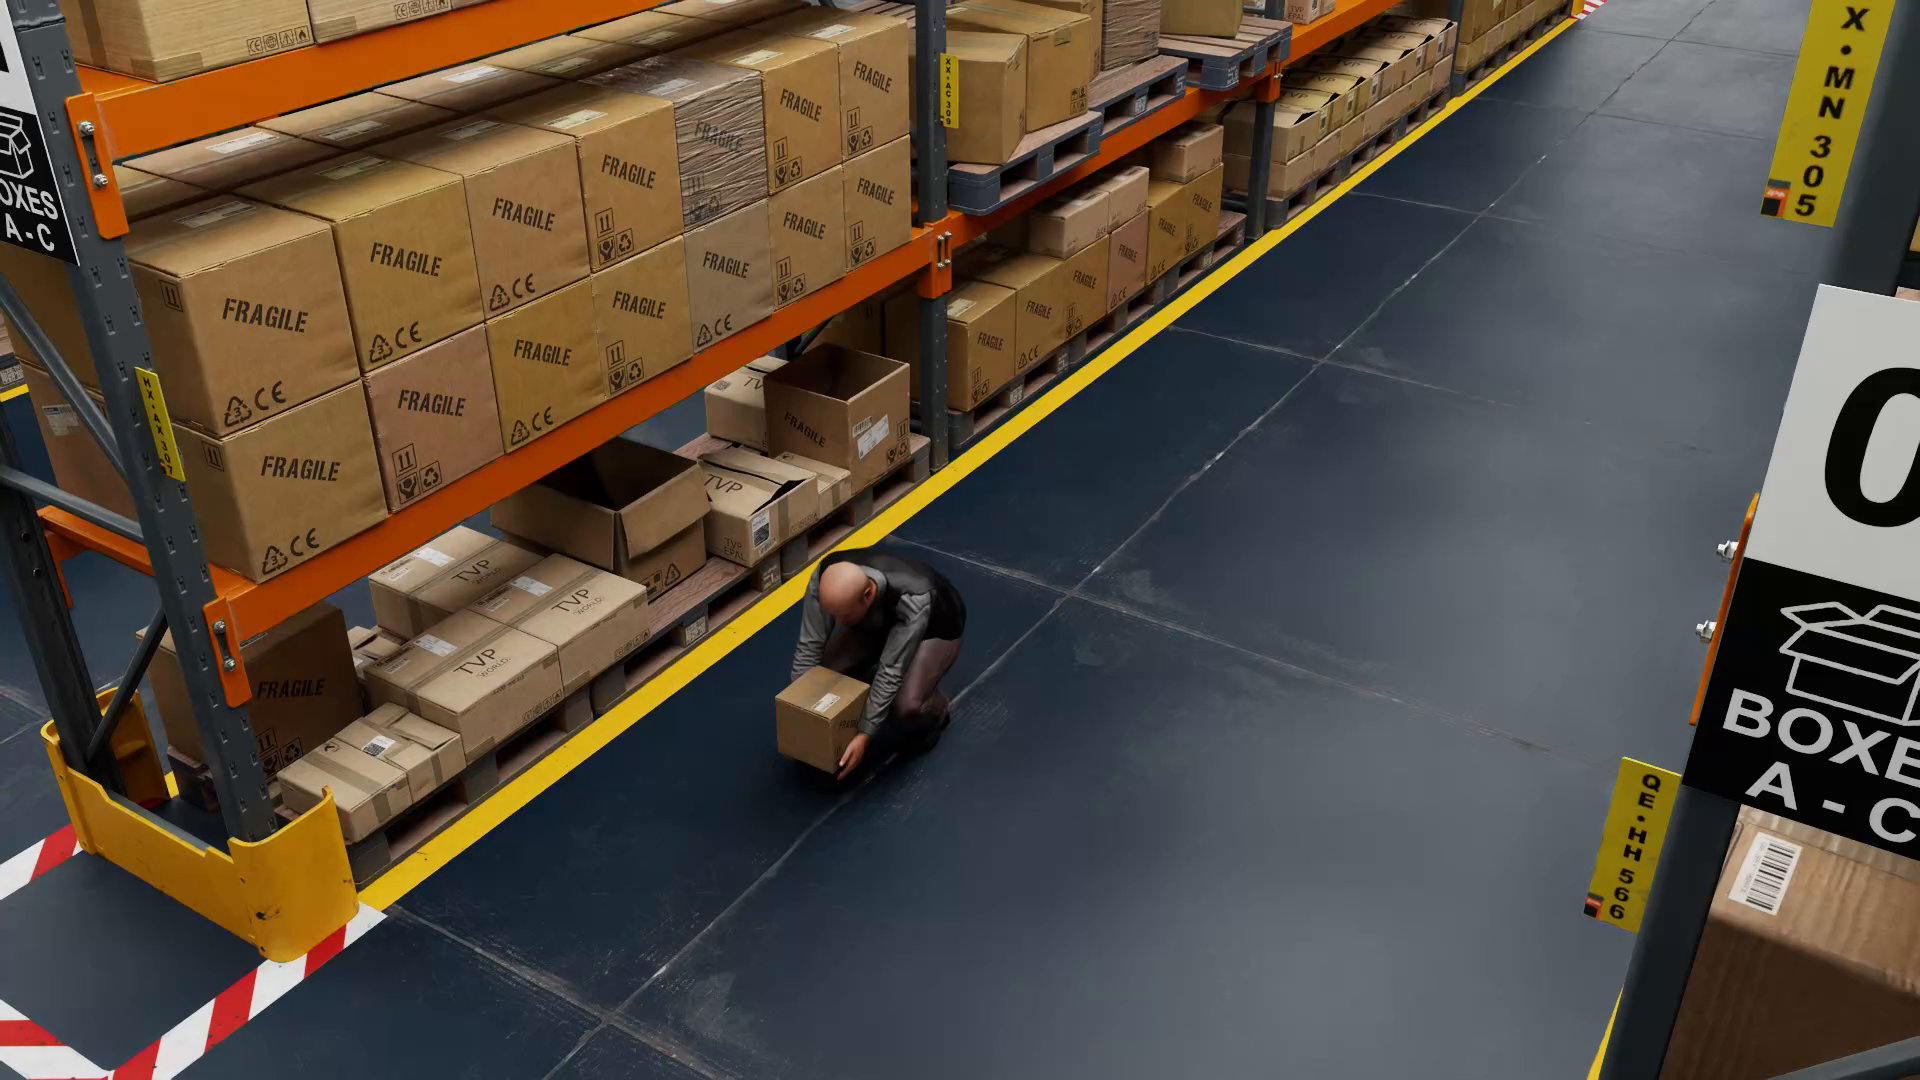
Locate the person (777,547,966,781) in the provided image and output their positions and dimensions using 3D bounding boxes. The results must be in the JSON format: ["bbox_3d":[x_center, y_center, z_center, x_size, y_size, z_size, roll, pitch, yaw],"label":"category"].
[{"bbox_3d":[-0.321,0.385,6.256,0.524,0.969,0.861,17,34,27],"label":"person"}]
